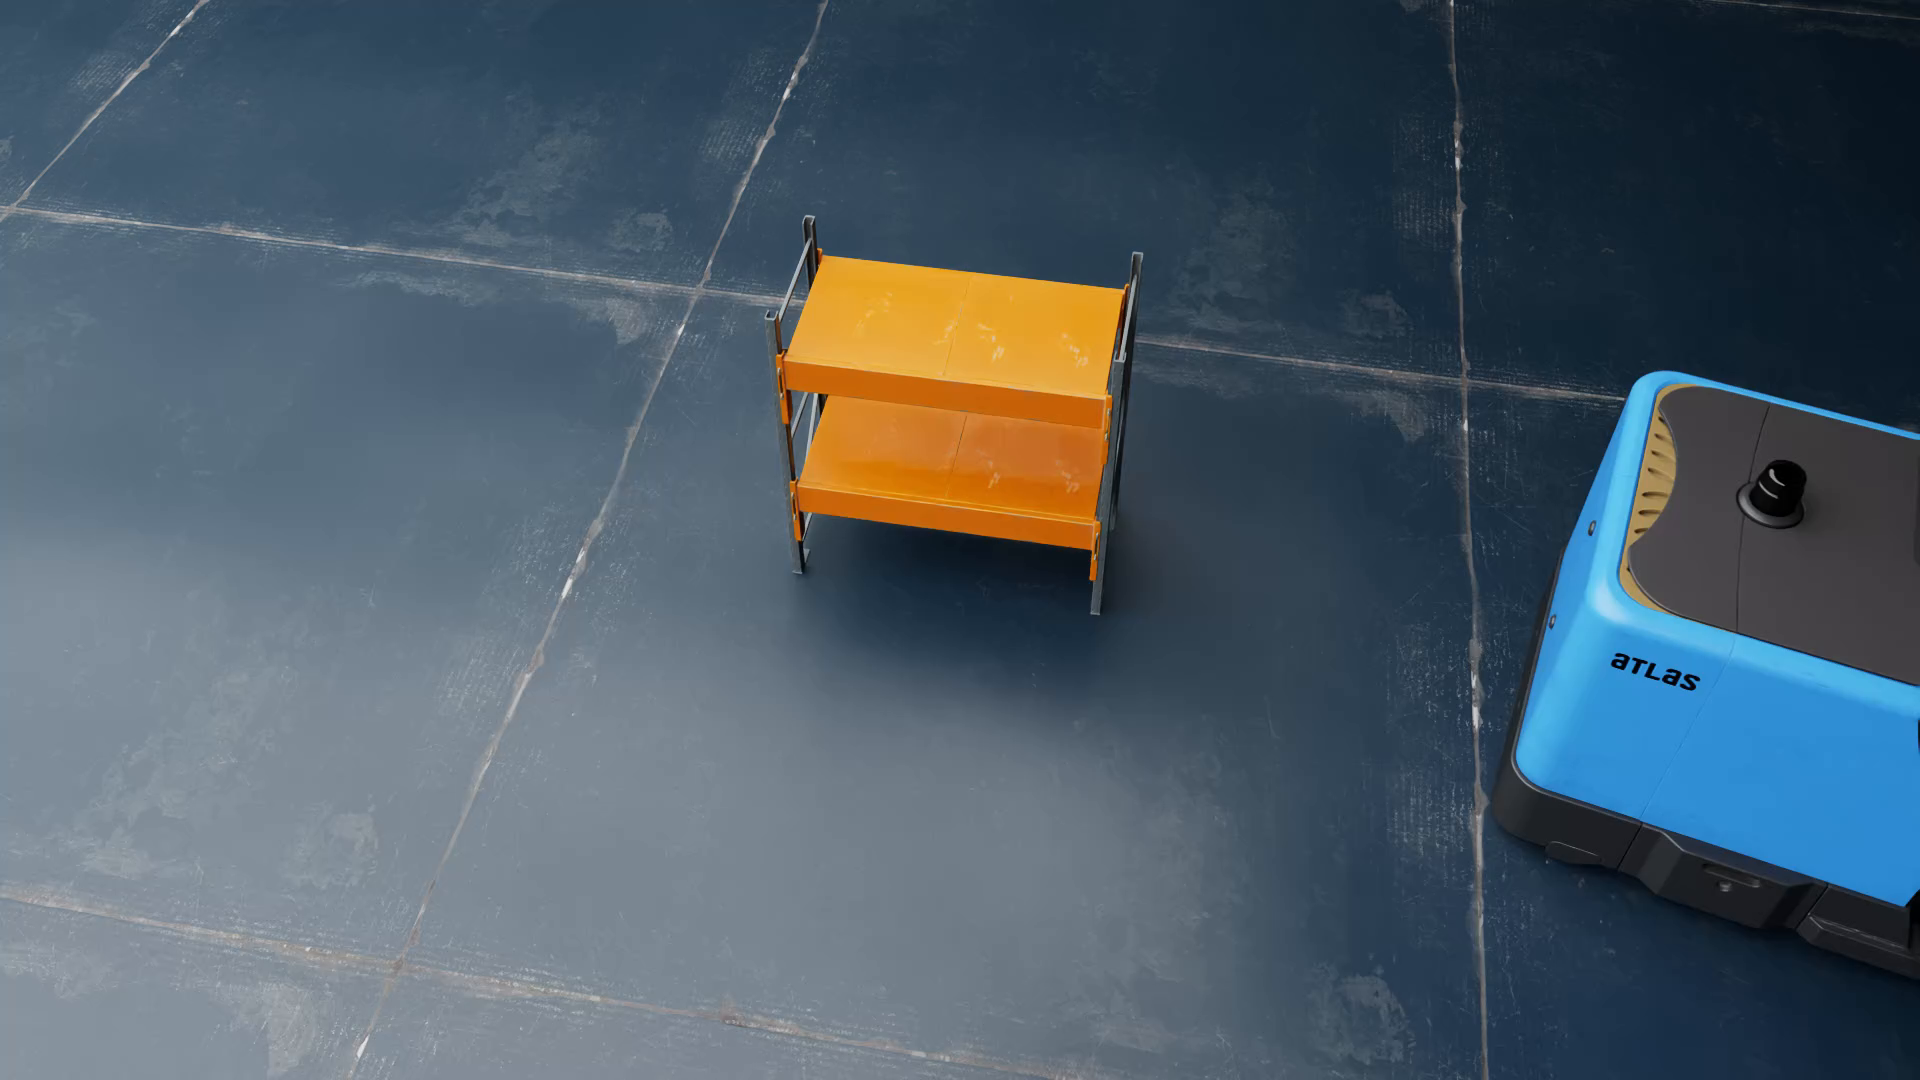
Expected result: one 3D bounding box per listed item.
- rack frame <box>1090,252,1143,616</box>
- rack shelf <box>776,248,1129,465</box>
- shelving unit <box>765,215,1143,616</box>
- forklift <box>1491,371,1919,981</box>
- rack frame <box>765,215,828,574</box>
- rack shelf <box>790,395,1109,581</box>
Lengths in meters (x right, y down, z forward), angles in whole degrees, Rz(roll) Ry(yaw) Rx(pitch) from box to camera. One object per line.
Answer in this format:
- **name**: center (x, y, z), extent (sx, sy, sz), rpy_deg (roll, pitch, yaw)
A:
- **rack frame**: center (0.494, -0.310, 5.272), extent (0.032, 1.125, 0.500), rpy_deg (8, 49, 7)
- **rack shelf**: center (-0.007, -0.572, 5.115), extent (1.000, 0.278, 0.538), rpy_deg (8, 49, 7)
- **shelving unit**: center (-0.007, -0.377, 5.332), extent (1.048, 1.125, 0.538), rpy_deg (8, 49, 7)
- **forklift**: center (3.144, -0.006, 3.785), extent (3.031, 2.935, 1.130), rpy_deg (18, 50, 15)
- **rack frame**: center (-0.507, -0.444, 5.393), extent (0.032, 1.125, 0.500), rpy_deg (8, 49, 7)
- **rack shelf**: center (-0.007, -0.213, 5.514), extent (1.000, 0.278, 0.538), rpy_deg (8, 49, 7)
